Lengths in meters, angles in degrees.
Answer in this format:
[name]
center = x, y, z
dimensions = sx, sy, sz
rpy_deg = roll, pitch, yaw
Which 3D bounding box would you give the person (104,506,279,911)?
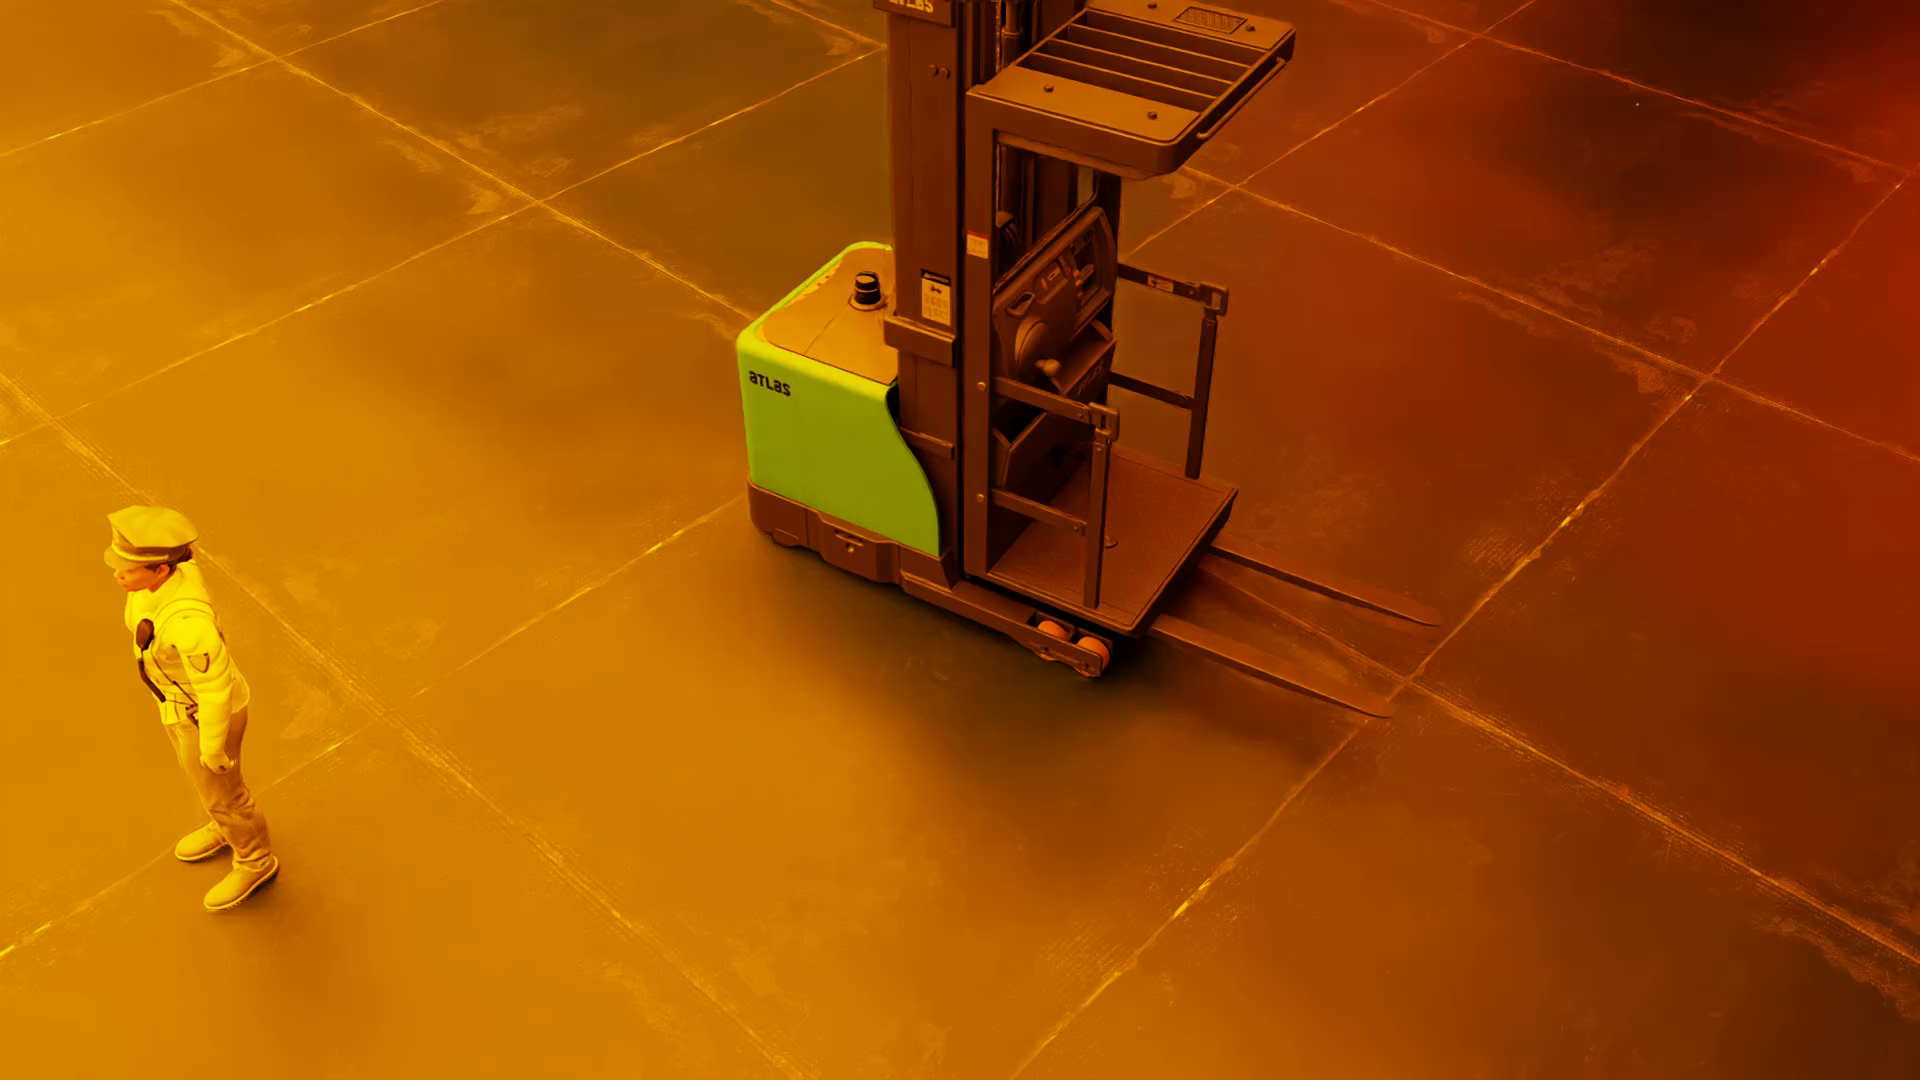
[person]
center = -2.654, 0.584, 5.707
dimensions = 0.467, 1.708, 0.571
rpy_deg = -23, 46, -25

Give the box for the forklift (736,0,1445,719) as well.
[forklift]
center = 0.560, -0.935, 6.518
dimensions = 3.031, 2.935, 1.130
rpy_deg = 21, 45, 23
